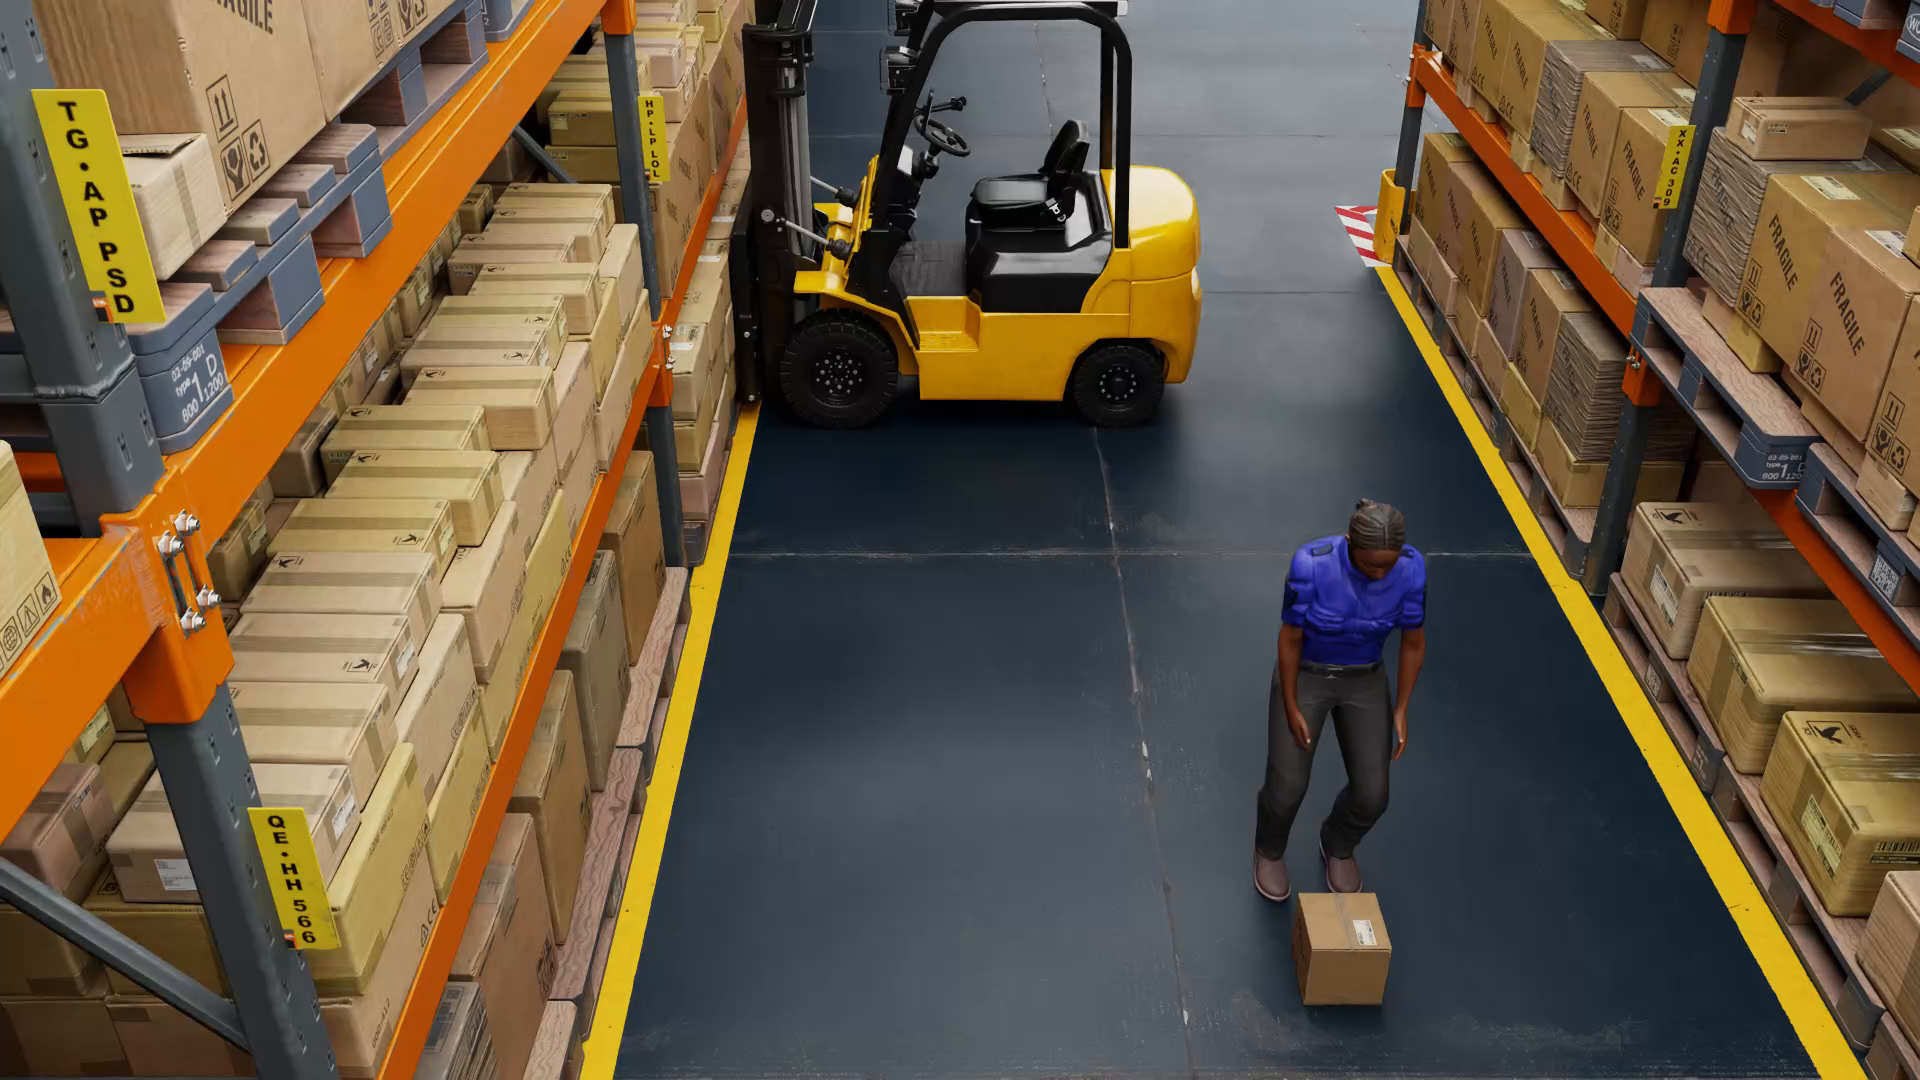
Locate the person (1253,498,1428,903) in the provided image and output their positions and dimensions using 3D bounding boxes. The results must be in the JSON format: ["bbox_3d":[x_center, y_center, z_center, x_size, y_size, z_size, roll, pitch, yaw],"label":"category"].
[{"bbox_3d":[1.242,0.509,5.408,0.469,1.575,0.430,1,32,1],"label":"person"}]
